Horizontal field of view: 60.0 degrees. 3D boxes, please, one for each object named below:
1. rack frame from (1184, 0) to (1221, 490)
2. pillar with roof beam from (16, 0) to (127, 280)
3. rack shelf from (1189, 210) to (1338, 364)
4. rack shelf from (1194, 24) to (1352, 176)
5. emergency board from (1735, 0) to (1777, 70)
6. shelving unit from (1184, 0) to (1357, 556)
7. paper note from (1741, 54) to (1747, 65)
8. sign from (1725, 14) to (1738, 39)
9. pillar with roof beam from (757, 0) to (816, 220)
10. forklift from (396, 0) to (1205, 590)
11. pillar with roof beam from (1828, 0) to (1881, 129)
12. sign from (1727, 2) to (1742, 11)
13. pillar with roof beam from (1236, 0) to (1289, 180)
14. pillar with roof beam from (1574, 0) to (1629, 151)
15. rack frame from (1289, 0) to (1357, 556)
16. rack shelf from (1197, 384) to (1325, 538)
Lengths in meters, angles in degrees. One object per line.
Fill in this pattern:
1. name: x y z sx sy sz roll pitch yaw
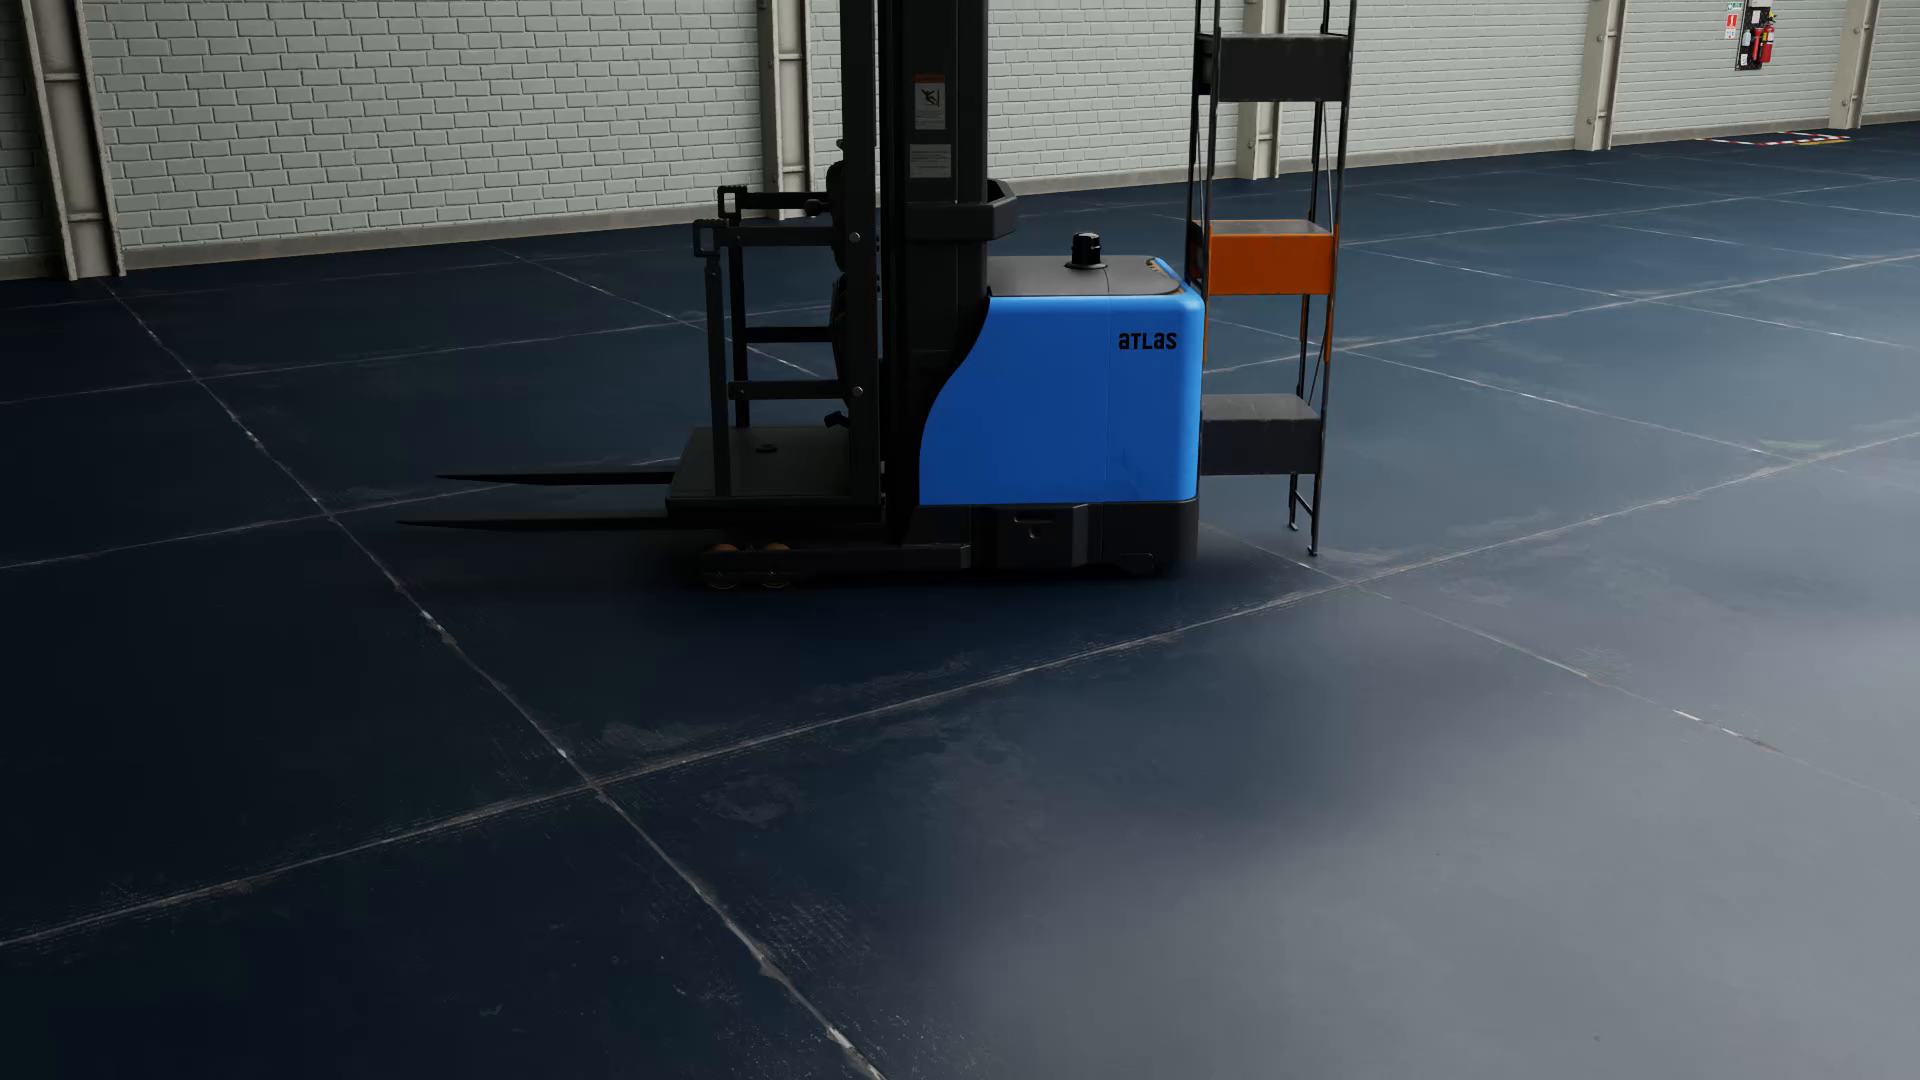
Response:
1. rack frame: 0.903 -0.989 6.391 0.015 2.100 0.400 -1 19 -3
2. pillar with roof beam: -4.264 -5.142 7.905 0.400 9.000 9.100 -12 22 -31
3. rack shelf: 1.147 -0.980 6.407 0.480 0.518 0.431 -1 19 -3
4. rack shelf: 1.147 -1.643 6.183 0.480 0.518 0.431 -1 19 -3
5. emergency board: 11.328 -7.254 23.518 0.643 1.169 0.194 -12 22 -31
6. shelving unit: 1.147 -0.993 6.403 0.503 2.100 0.431 -1 19 -3
7. paper note: 11.142 -6.824 23.622 0.142 0.148 0.016 -12 22 -31
8. sign: 10.809 -7.201 23.306 0.234 0.329 0.001 -12 22 -31
9. pillar with roof beam: 0.747 -6.199 11.031 0.400 9.000 9.100 -12 22 -31
10. forklift: -0.630 -1.378 6.245 3.031 2.935 1.130 -1 19 -3
11. pillar with roof beam: 15.780 -9.370 20.409 0.400 9.000 9.100 -12 22 -31
12. sign: 10.818 -7.451 23.217 0.331 0.109 0.001 -12 22 -31
13. pillar with roof beam: 5.758 -7.256 14.157 0.400 9.000 9.100 -12 22 -31
14. pillar with roof beam: 10.769 -8.313 17.283 0.400 9.000 9.100 -12 22 -31
15. rack frame: 1.391 -0.997 6.415 0.015 2.100 0.400 -1 19 -3
16. rack shelf: 1.147 -0.317 6.631 0.480 0.518 0.431 -1 19 -3
